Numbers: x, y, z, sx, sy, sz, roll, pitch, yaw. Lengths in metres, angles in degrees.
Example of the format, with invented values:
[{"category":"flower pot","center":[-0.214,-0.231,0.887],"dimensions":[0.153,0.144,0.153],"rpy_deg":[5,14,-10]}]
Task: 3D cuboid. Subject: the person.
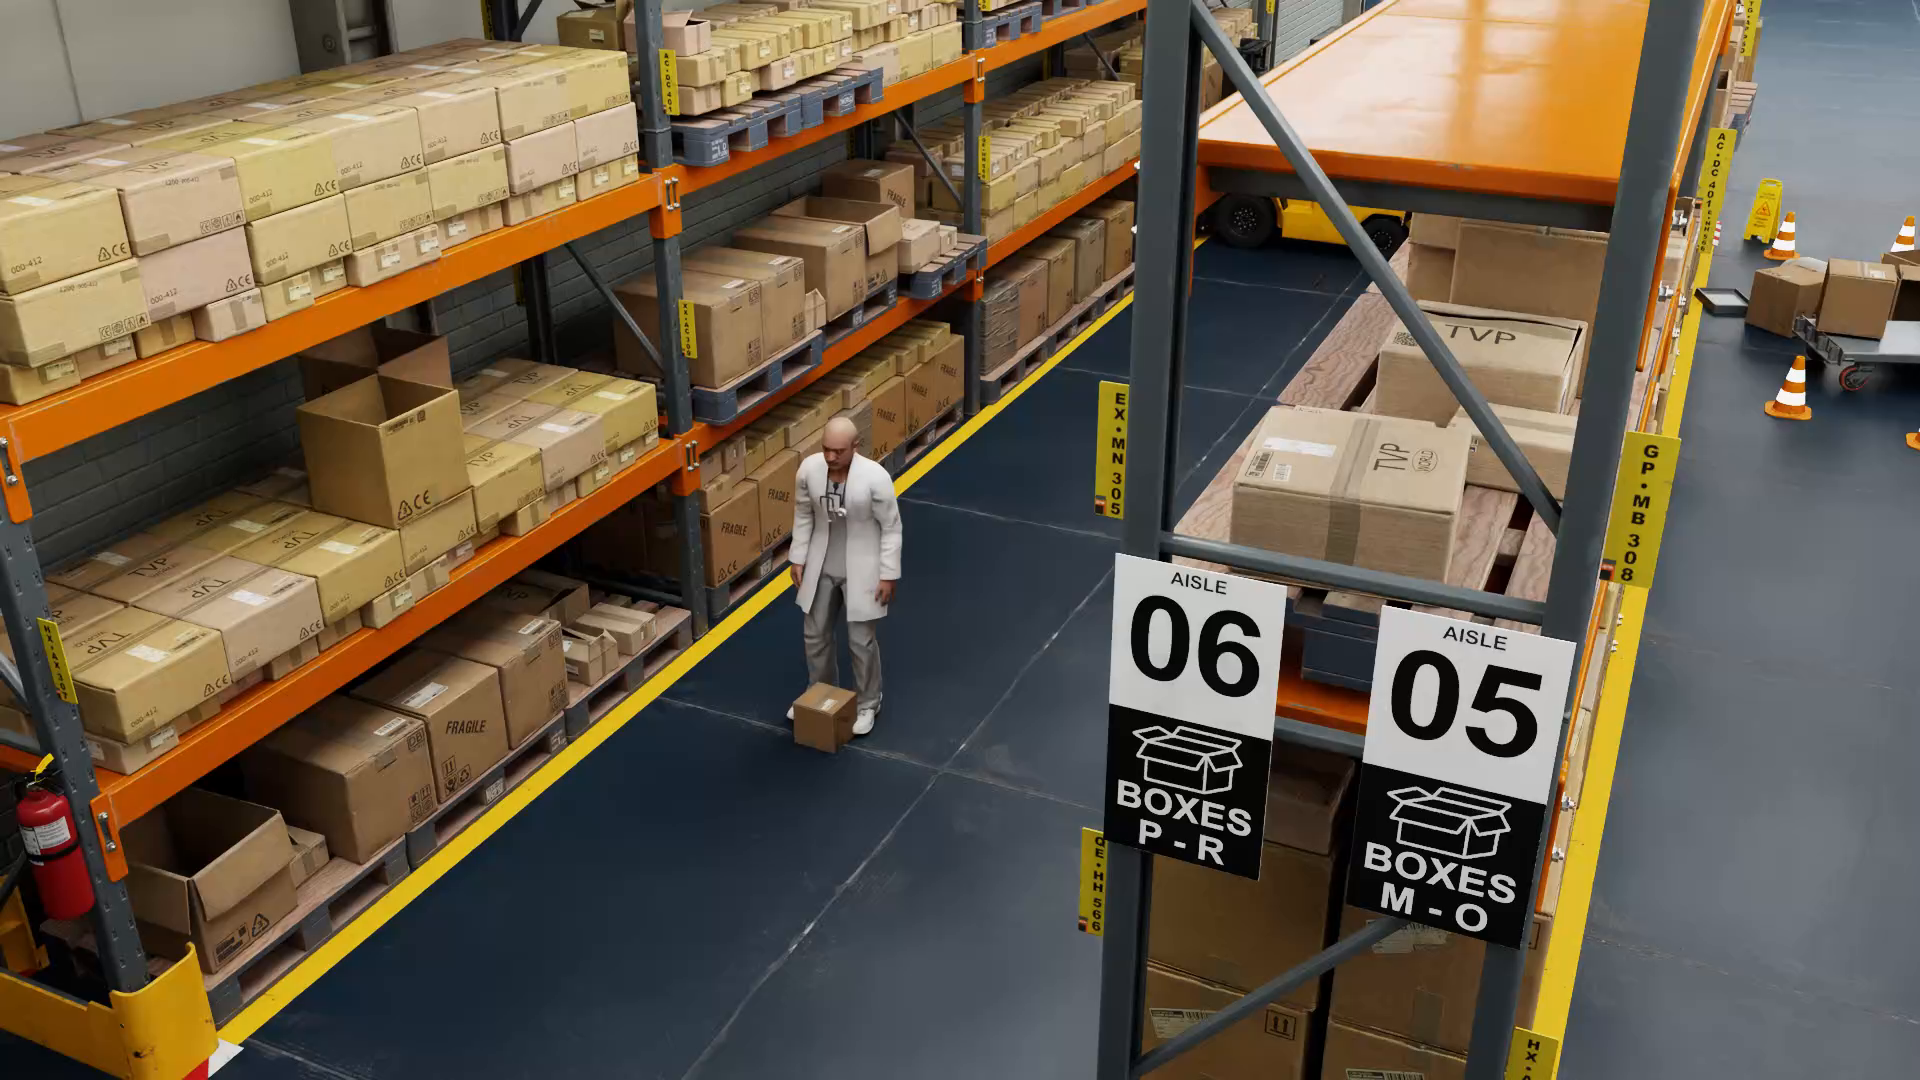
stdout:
[{"category":"person","center":[-0.614,0.166,8.789],"dimensions":[0.643,1.772,0.429],"rpy_deg":[10,27,19]}]
